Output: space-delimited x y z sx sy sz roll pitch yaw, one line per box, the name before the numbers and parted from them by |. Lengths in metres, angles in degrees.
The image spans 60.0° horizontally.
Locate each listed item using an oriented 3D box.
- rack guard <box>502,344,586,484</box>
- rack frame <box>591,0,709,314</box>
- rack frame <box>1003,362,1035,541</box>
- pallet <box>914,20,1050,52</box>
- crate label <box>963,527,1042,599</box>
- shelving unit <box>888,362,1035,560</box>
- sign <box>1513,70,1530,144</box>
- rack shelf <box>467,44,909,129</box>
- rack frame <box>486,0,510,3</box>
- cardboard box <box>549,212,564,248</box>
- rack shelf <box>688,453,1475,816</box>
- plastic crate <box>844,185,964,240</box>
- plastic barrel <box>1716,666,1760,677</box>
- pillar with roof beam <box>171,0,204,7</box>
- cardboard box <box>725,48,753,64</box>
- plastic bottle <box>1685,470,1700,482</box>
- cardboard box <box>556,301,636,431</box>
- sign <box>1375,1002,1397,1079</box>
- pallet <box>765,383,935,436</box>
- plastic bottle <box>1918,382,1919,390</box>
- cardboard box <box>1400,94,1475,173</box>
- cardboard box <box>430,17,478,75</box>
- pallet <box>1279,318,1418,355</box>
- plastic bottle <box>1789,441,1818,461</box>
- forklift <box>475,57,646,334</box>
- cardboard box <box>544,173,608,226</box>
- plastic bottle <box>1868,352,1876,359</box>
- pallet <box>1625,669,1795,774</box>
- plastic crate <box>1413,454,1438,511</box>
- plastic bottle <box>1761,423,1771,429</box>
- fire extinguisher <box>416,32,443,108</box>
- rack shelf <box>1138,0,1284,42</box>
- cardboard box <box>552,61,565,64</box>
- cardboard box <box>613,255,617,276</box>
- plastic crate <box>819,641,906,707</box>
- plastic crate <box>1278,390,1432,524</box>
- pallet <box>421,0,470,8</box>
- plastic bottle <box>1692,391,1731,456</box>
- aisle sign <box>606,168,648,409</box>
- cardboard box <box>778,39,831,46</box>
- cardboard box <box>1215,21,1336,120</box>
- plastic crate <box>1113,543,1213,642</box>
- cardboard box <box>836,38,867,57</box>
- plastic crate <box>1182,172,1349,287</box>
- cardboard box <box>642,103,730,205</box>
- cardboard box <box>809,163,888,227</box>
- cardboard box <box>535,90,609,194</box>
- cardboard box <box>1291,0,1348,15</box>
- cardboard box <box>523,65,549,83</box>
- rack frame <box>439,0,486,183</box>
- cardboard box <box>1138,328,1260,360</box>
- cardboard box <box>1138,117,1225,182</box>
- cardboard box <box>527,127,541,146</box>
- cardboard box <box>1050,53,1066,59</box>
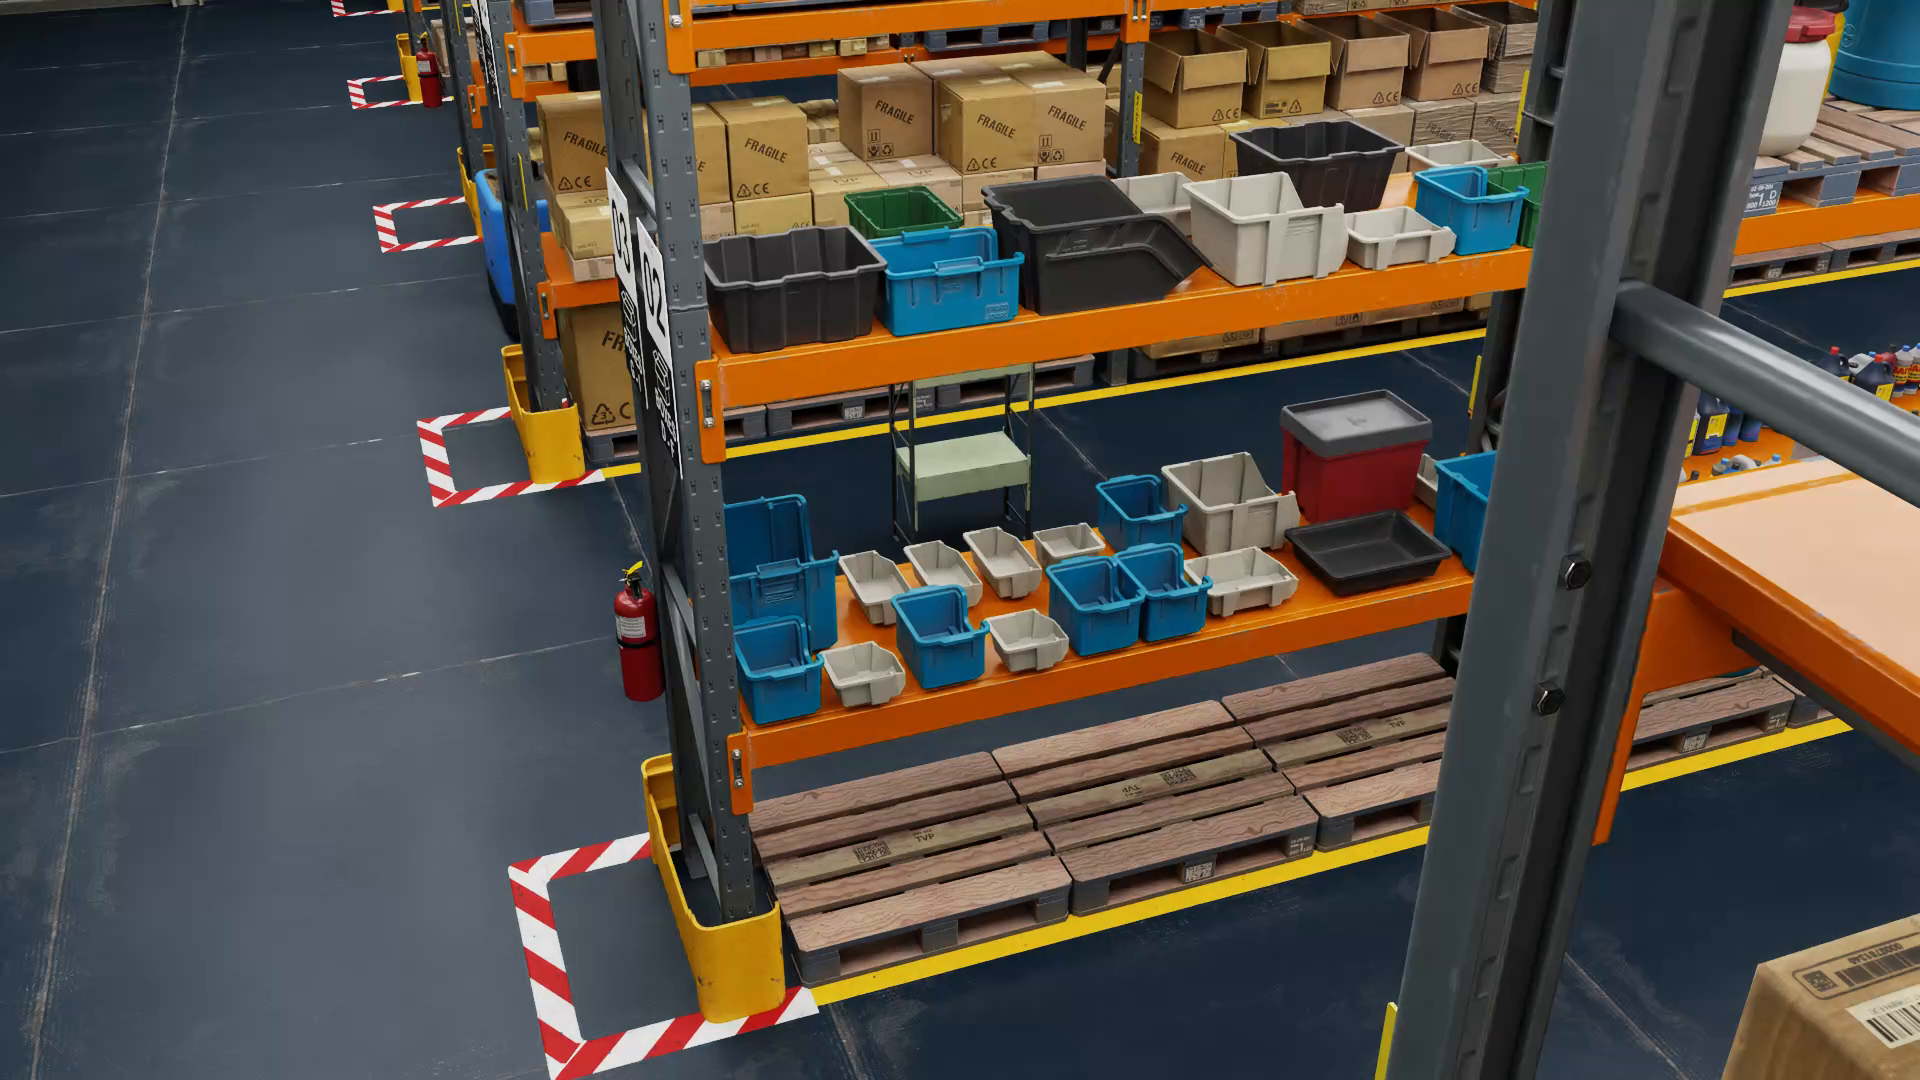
rack guard | -2.791 -0.868 11.118 0.348 0.500 1.175 -10 31 -18
rack frame | -1.042 -2.267 4.988 0.127 3.000 1.000 -10 31 -18
rack frame | 0.349 -0.716 9.842 0.023 1.500 0.400 -10 31 -18
pallet | 0.113 -4.948 15.949 1.213 0.211 1.003 -10 31 -18
crate label | 0.189 0.101 7.099 0.243 0.136 0.396 -10 31 -18
shelving unit | 0.006 -0.653 9.731 0.755 1.500 0.431 -10 31 -18
sign | 2.517 -1.913 7.389 0.005 0.325 0.100 -10 31 -18
rack shelf | -2.529 -4.309 15.361 4.000 0.370 1.077 -10 31 -18
rack frame | -2.769 -4.565 9.022 0.127 3.000 1.000 -10 31 -18
cardboard box | -2.550 -2.063 10.945 0.250 0.149 0.380 -10 31 -17
rack shelf | 0.833 0.307 7.258 4.000 0.370 1.077 -10 31 -18
plastic crate | -0.217 -1.174 6.315 0.336 0.188 0.450 -10 31 -18
plastic barrel | 3.887 0.171 8.466 0.708 0.901 0.600 -10 31 -18
pillar with roof beam | -9.299 -9.420 17.544 0.400 9.000 9.100 -10 31 -18
cardboard box | -2.067 -4.473 15.176 0.250 0.149 0.380 -11 31 -18
plastic bottle | 3.325 -0.188 7.518 0.133 0.283 0.061 -10 31 -18
cardboard box | -2.197 -1.365 11.188 0.875 0.875 0.875 -10 31 -18
sign | 0.507 0.690 1.935 0.005 0.325 0.100 -10 31 -18
pallet | -0.905 -1.129 11.870 1.213 0.211 1.003 -10 31 -18
plastic bottle | 5.147 -0.944 8.845 0.133 0.283 0.061 -10 31 -18
cardboard box | 3.398 -3.008 12.248 0.500 0.500 0.500 -11 32 -19
cardboard box | -5.640 -5.785 19.389 0.875 0.438 0.875 -12 32 -19
pallet | 2.823 -1.817 13.077 1.213 0.211 1.003 -10 31 -18
plastic bottle | 4.089 -0.430 7.951 0.135 0.276 0.152 -10 31 -18
forklift | -2.238 -3.288 12.911 3.031 2.935 1.130 -11 32 -19
cardboard box | -2.407 -2.229 10.833 0.500 0.250 0.500 -11 31 -18
plastic bottle | 4.737 -0.854 8.699 0.097 0.271 0.097 0 30 0
pallet | 3.445 0.747 8.576 1.213 0.211 1.003 -10 31 -18
plastic crate | 2.221 -0.248 7.711 0.243 0.136 0.396 -10 31 -18
plastic bottle | 4.123 -0.728 8.473 0.135 0.276 0.152 -10 31 -18
fire extinguisher | -4.800 -4.252 14.988 0.183 0.674 0.296 -10 31 -18
rack shelf | 2.855 -3.984 11.760 4.000 0.370 1.077 -10 31 -18
cardboard box | -3.394 -4.503 14.572 0.500 0.500 0.500 -10 31 -18
cardboard box | -2.081 -1.802 10.487 0.250 0.149 0.380 -11 31 -18
plastic crate | -0.366 0.522 6.360 0.298 0.136 0.250 -10 31 -18
plastic crate | 1.783 -0.367 7.588 0.583 0.464 0.402 -10 31 -18
pallet | -7.140 -7.797 23.574 1.213 0.211 1.003 -10 31 -18
plastic bottle | 3.678 -0.605 8.181 0.185 0.351 0.144 -10 31 -18
aisle sign | -1.211 -0.913 6.047 0.004 0.787 0.394 -10 31 -18
cardboard box | -1.496 -4.836 15.157 0.500 0.500 0.500 -11 32 -19
cardboard box | 2.223 -3.355 11.845 0.637 0.503 0.797 -10 31 -17
plastic crate | 0.820 0.218 6.797 0.300 0.233 0.416 -10 31 -18
cardboard box | -1.044 -4.605 15.407 0.250 0.149 0.380 -11 32 -19
plastic crate | 1.143 -1.151 6.181 0.530 0.282 0.437 -10 31 -18
cardboard box | -1.756 -2.392 10.362 0.500 0.500 0.500 -11 32 -19
cardboard box | -0.780 -2.250 10.871 0.500 0.250 0.500 -11 31 -19
cardboard box | -2.404 -2.554 10.646 0.500 0.500 0.500 -10 31 -17
cardboard box | 3.609 -5.653 16.892 0.500 0.500 0.500 -10 31 -17
cardboard box | -3.761 -4.134 14.581 0.250 0.149 0.380 -9 31 -16
rack frame | -4.403 -4.277 14.577 0.127 3.000 1.000 -10 31 -18
cardboard box | 1.573 -2.027 12.351 0.875 0.875 1.225 -10 31 -17
cardboard box | 1.499 -2.655 11.630 0.500 0.500 0.500 -10 31 -17
cardboard box | -3.996 -3.688 15.398 0.250 0.149 0.380 -10 31 -17
cardboard box | 0.932 -4.815 16.866 0.500 0.250 0.500 -12 32 -20
